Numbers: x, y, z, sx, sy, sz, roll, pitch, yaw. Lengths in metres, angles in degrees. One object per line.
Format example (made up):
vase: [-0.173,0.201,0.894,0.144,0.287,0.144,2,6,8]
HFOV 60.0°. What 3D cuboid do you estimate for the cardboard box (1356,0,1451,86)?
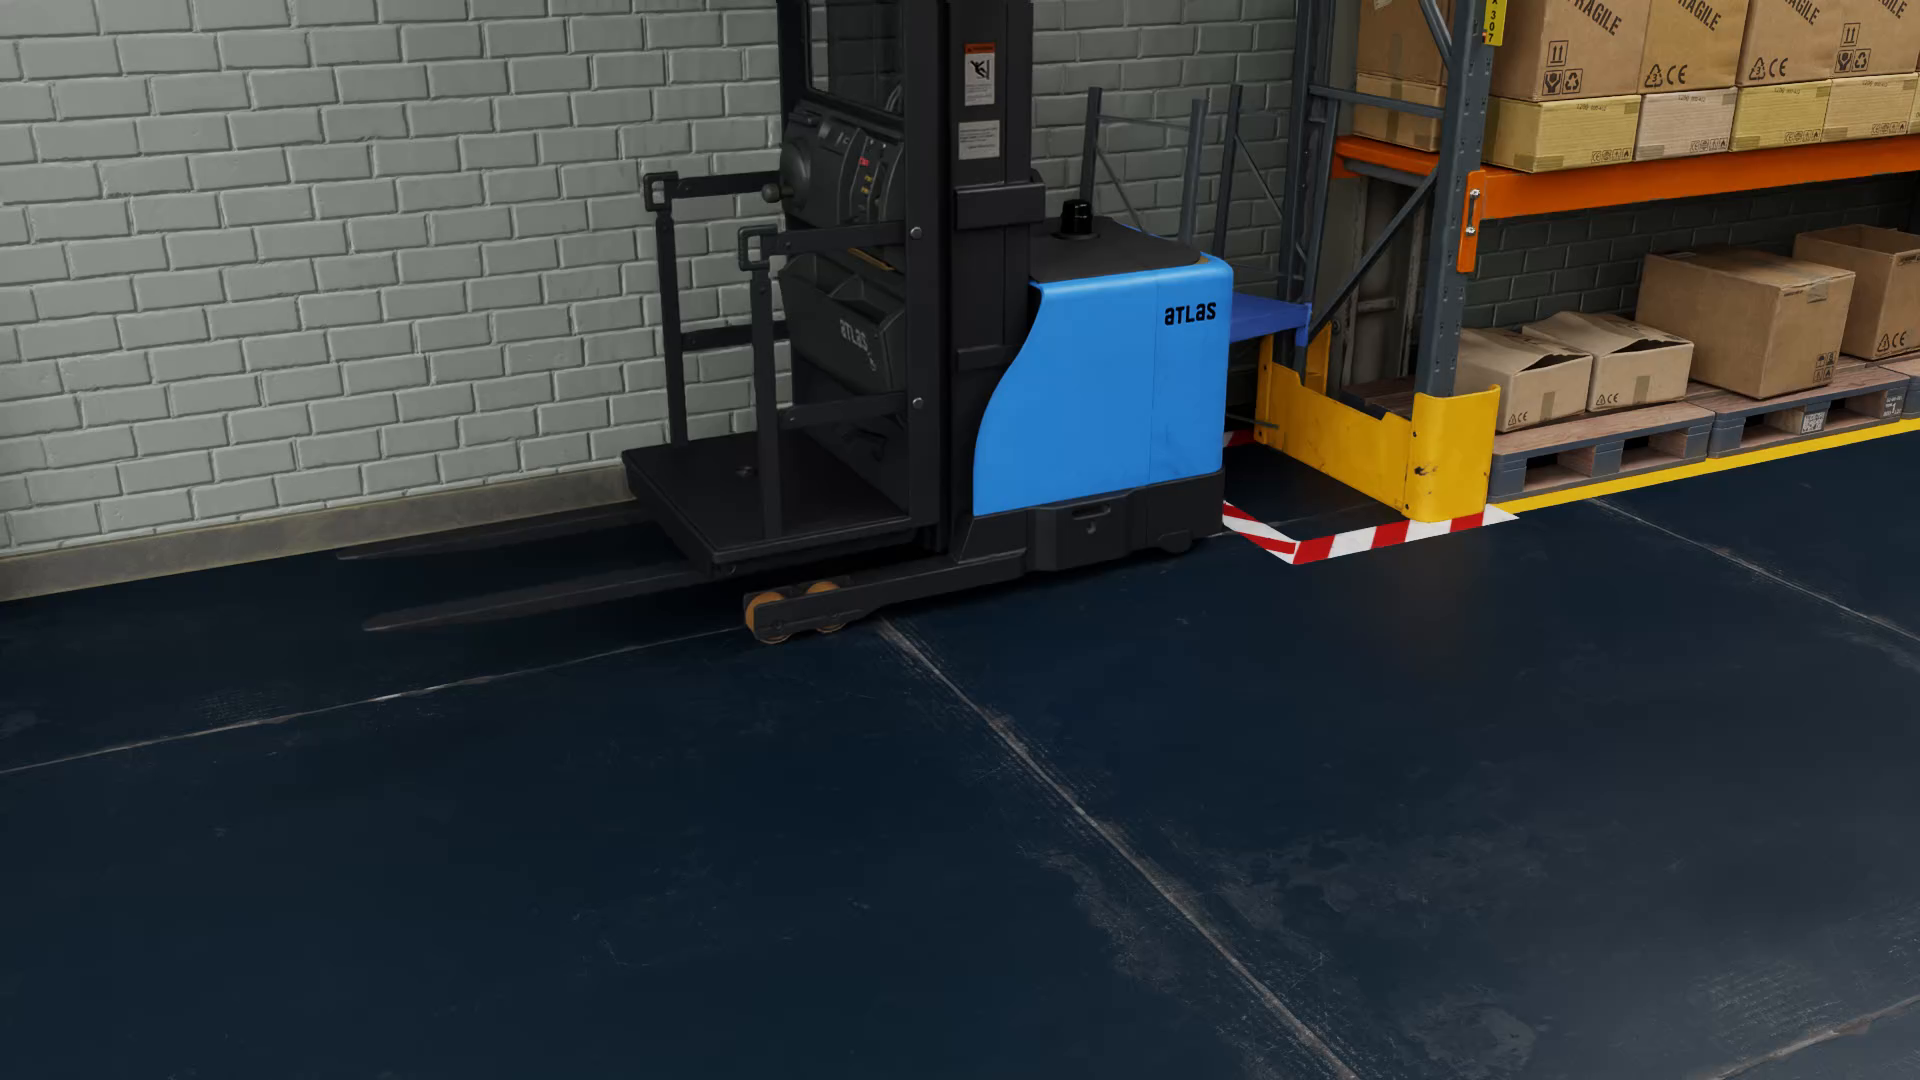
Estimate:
cardboard box: [1.944,-2.099,6.588,0.500,0.500,0.500,-11,25,-24]

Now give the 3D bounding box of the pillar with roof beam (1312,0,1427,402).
pillar with roof beam: [3.734,-3.363,2.610,0.400,9.000,9.100,-10,25,-24]

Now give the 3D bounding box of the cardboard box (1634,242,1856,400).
cardboard box: [3.471,-0.992,7.418,0.500,0.500,0.700,-12,25,-27]

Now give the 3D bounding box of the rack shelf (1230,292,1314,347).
rack shelf: [0.947,-0.860,6.739,0.538,0.185,1.000,19,24,36]

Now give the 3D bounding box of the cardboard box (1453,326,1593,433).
cardboard box: [2.274,-0.706,6.973,0.500,0.311,0.500,-14,26,-30]

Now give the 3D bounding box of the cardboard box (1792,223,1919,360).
cardboard box: [4.298,-1.187,7.888,0.500,0.500,0.500,-12,26,-28]

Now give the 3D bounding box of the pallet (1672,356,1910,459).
pallet: [3.525,-0.709,7.686,1.213,0.211,1.003,-10,25,-24]

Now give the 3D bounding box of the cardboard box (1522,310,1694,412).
cardboard box: [2.788,-0.800,7.202,0.500,0.311,0.500,-8,24,-19]

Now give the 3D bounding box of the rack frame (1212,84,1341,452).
rack frame: [1.285,-1.137,7.055,0.500,1.500,0.032,19,24,36]

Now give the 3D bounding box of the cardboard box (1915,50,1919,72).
cardboard box: [4.018,-2.261,6.980,0.500,0.500,0.500,-11,25,-25]

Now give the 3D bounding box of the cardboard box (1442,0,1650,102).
cardboard box: [2.172,-1.923,6.163,0.500,0.500,0.500,-10,25,-24]

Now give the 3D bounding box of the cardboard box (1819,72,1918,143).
cardboard box: [3.569,-1.829,6.917,0.500,0.250,0.500,-10,25,-23]

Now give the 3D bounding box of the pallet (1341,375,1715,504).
pallet: [2.427,-0.508,7.201,1.213,0.211,1.003,-10,25,-24]

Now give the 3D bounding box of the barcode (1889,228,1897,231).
barcode: [4.625,-1.514,8.260,0.075,0.075,0.001,-10,25,-24]

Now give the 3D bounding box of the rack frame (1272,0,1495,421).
rack frame: [1.612,-1.661,6.341,0.127,3.000,1.000,-10,25,-24]

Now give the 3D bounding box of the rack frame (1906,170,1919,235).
rack frame: [5.216,-2.324,7.944,0.127,3.000,1.000,-10,25,-24]

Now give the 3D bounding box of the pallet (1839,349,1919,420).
pallet: [4.626,-0.912,8.178,1.213,0.211,1.003,-10,25,-24]

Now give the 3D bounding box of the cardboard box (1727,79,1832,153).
cardboard box: [3.112,-1.746,6.716,0.500,0.250,0.500,-11,25,-24]

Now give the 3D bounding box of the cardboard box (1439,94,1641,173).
cardboard box: [2.189,-1.572,6.297,0.500,0.250,0.500,-11,25,-25]

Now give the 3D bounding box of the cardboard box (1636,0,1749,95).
cardboard box: [2.622,-2.002,6.353,0.500,0.500,0.500,-10,25,-23]

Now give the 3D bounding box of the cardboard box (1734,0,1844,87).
cardboard box: [3.090,-2.085,6.555,0.500,0.500,0.500,-11,25,-25]

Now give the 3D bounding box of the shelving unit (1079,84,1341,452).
shelving unit: [0.959,-1.030,6.680,0.538,1.500,1.048,19,24,36]

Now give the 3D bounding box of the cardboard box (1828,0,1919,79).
cardboard box: [3.550,-2.175,6.771,0.500,0.500,0.500,-10,24,-22]

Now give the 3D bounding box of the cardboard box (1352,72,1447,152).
cardboard box: [1.949,-1.745,6.714,0.500,0.250,0.500,-10,25,-23]

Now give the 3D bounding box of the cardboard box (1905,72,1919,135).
cardboard box: [4.022,-1.913,7.119,0.500,0.250,0.500,-11,25,-24]

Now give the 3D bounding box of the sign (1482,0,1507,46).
sign: [1.847,-1.874,5.723,0.005,0.325,0.100,-10,25,-24]

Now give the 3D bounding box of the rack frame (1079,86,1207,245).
rack frame: [0.633,-0.922,6.306,0.500,1.500,0.032,19,24,36]

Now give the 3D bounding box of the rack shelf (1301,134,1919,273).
rack shelf: [3.414,-1.660,7.280,4.000,0.370,1.077,-10,25,-24]

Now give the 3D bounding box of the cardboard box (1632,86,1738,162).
cardboard box: [2.651,-1.663,6.517,0.500,0.250,0.500,-11,25,-25]

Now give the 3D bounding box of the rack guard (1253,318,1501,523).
rack guard: [1.680,-0.519,6.849,0.348,0.500,1.175,-10,25,-24]

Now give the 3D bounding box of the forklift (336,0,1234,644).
forklift: [-0.582,-1.245,5.426,3.031,2.935,1.130,-11,25,-24]
